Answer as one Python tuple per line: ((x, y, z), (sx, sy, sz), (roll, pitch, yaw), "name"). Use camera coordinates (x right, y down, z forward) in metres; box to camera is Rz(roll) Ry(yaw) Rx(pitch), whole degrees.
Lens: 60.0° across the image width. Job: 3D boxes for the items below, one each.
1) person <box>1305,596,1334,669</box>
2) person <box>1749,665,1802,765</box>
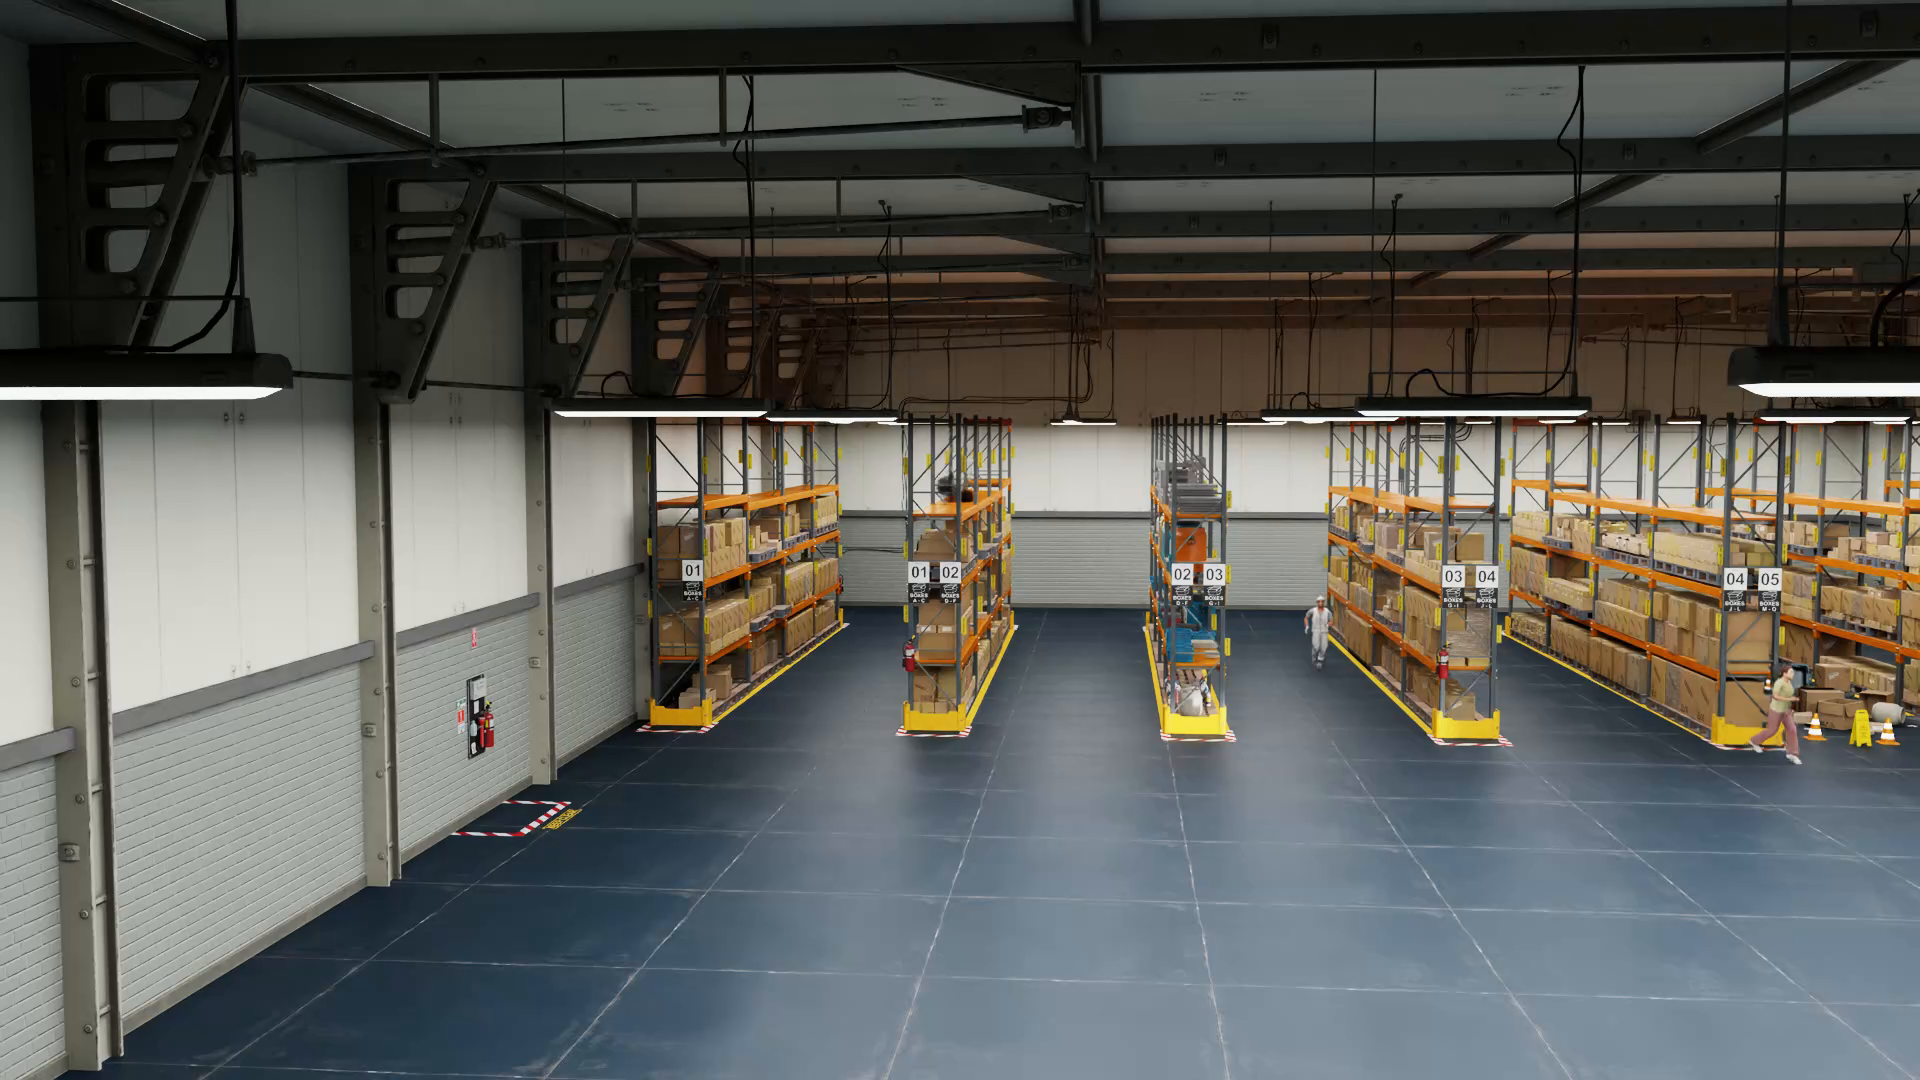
((8.491, 2.198, 39.234), (0.664, 1.739, 0.603), (0, 4, 3), "person")
((14.090, 2.976, 28.677), (0.606, 1.694, 0.961), (-3, 5, -37), "person")
